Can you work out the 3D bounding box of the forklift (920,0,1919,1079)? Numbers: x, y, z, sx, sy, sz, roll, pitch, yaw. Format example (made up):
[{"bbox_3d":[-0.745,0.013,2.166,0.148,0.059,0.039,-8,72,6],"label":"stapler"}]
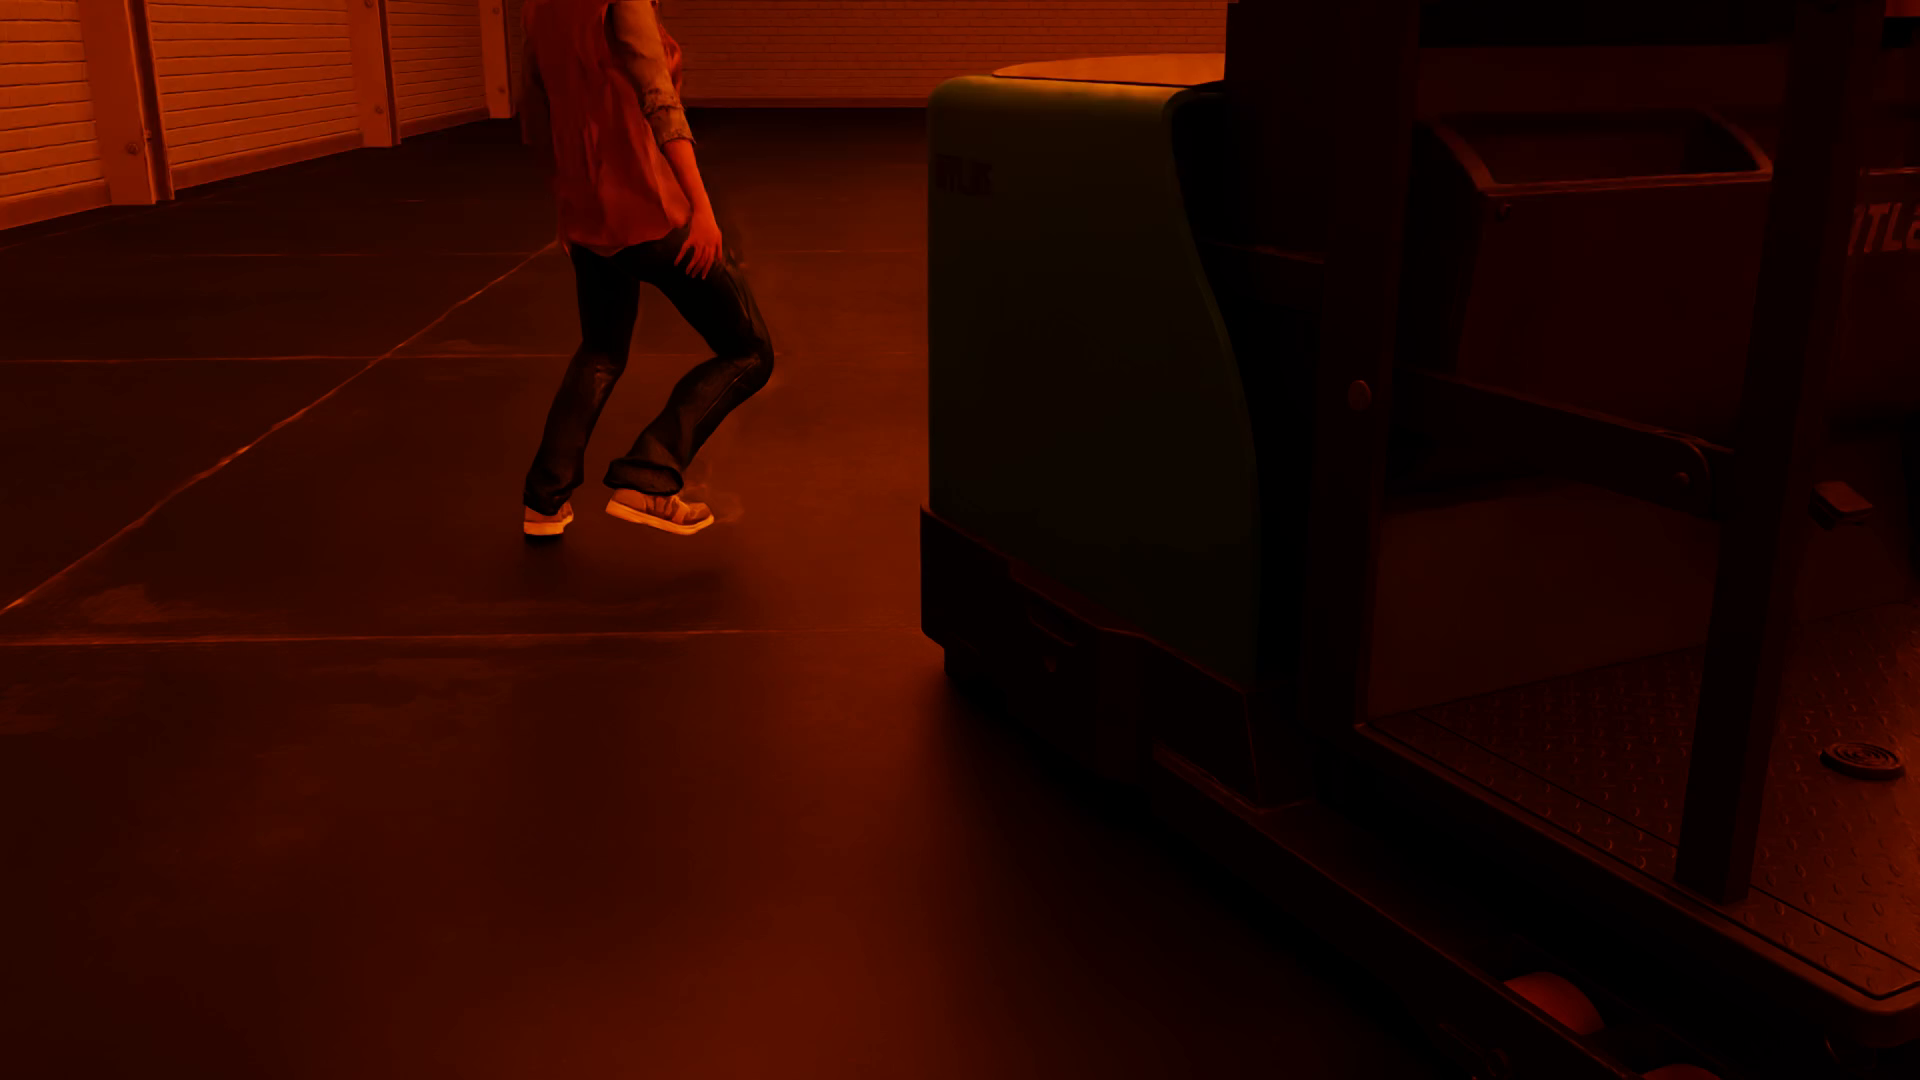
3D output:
[{"bbox_3d":[1.039,-0.856,1.705,1.130,2.935,3.031,-8,19,-25],"label":"forklift"}]

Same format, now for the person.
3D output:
[{"bbox_3d":[-0.729,-0.714,3.708,0.452,1.508,0.762,-16,23,-41],"label":"person"}]
